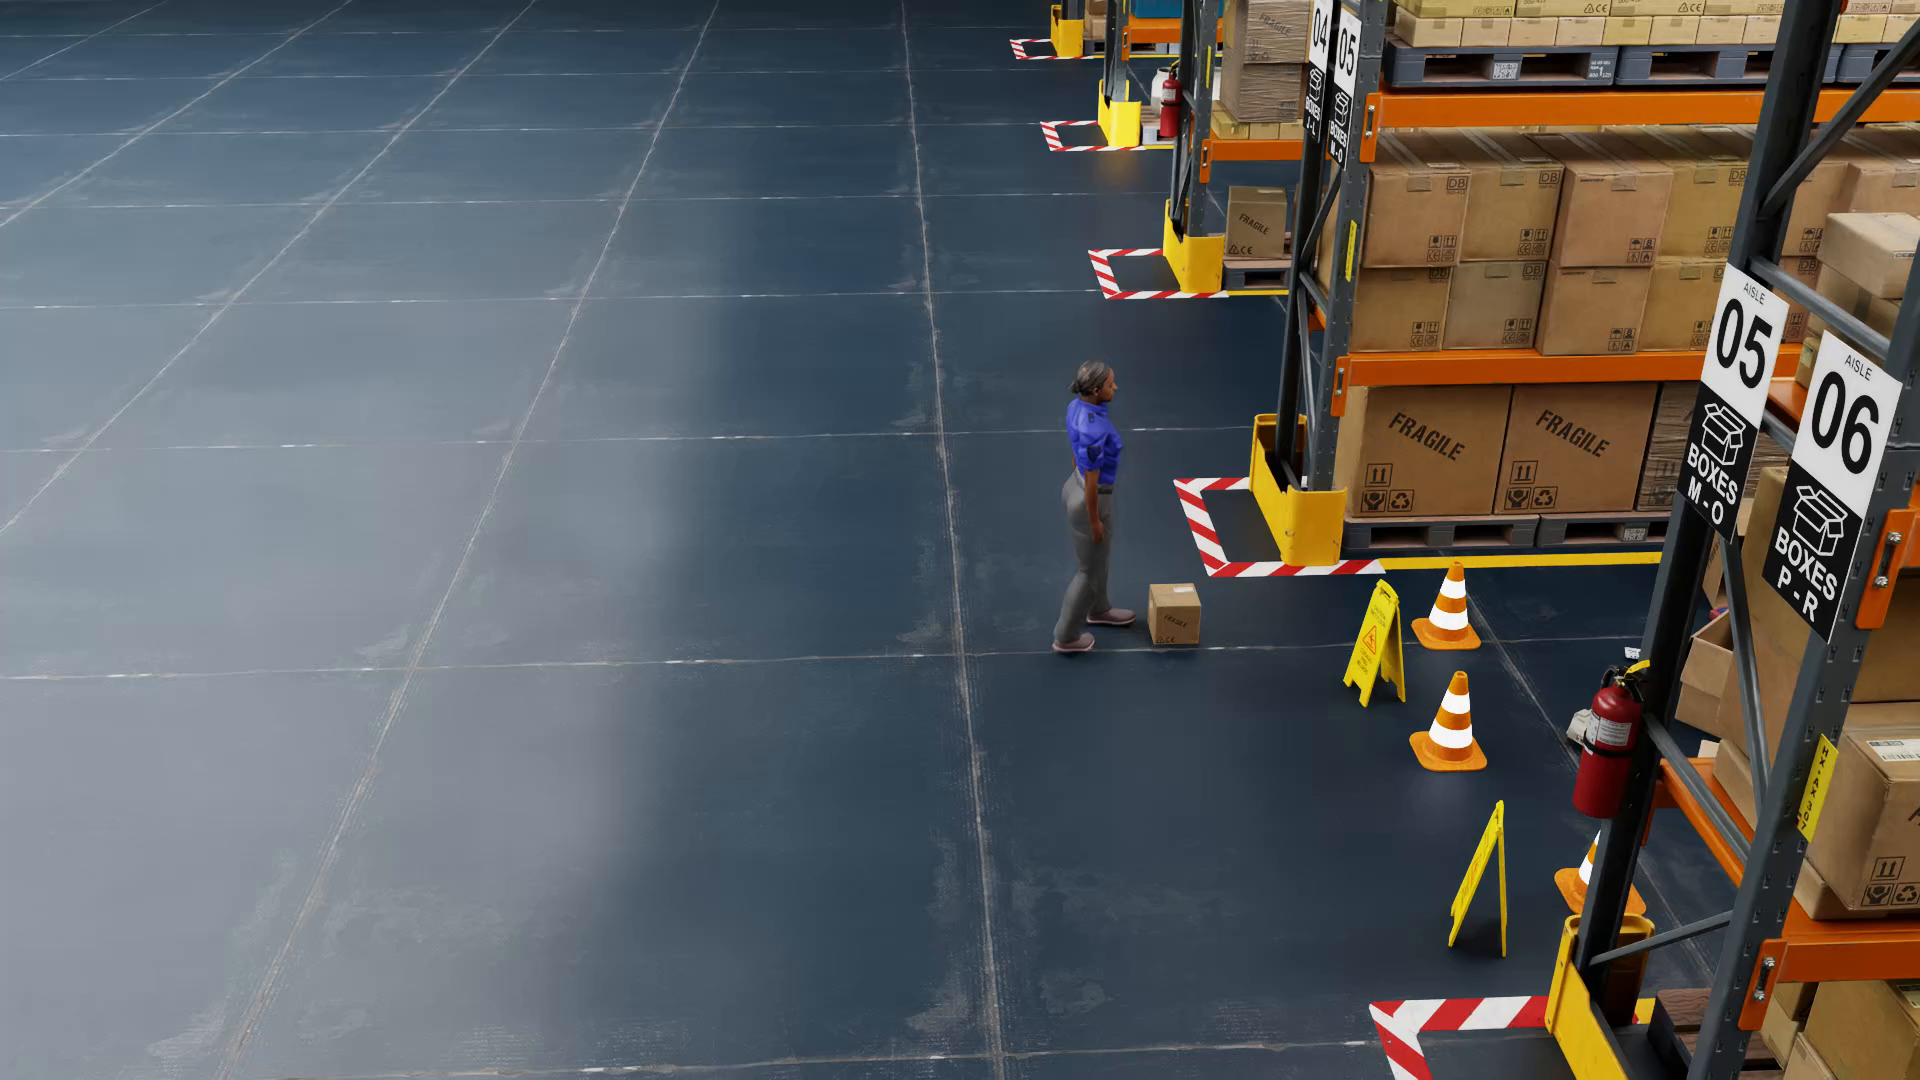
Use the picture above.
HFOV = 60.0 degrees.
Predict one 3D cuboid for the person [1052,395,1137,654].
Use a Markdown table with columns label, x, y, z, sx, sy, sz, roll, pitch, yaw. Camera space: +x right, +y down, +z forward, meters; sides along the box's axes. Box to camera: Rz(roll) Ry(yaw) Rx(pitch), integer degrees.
| label | x | y | z | sx | sy | sz | roll | pitch | yaw |
| --- | --- | --- | --- | --- | --- | --- | --- | --- | --- |
| person | 0.753 | -0.096 | 9.034 | 0.541 | 1.461 | 0.436 | -4 | 28 | -7 |
